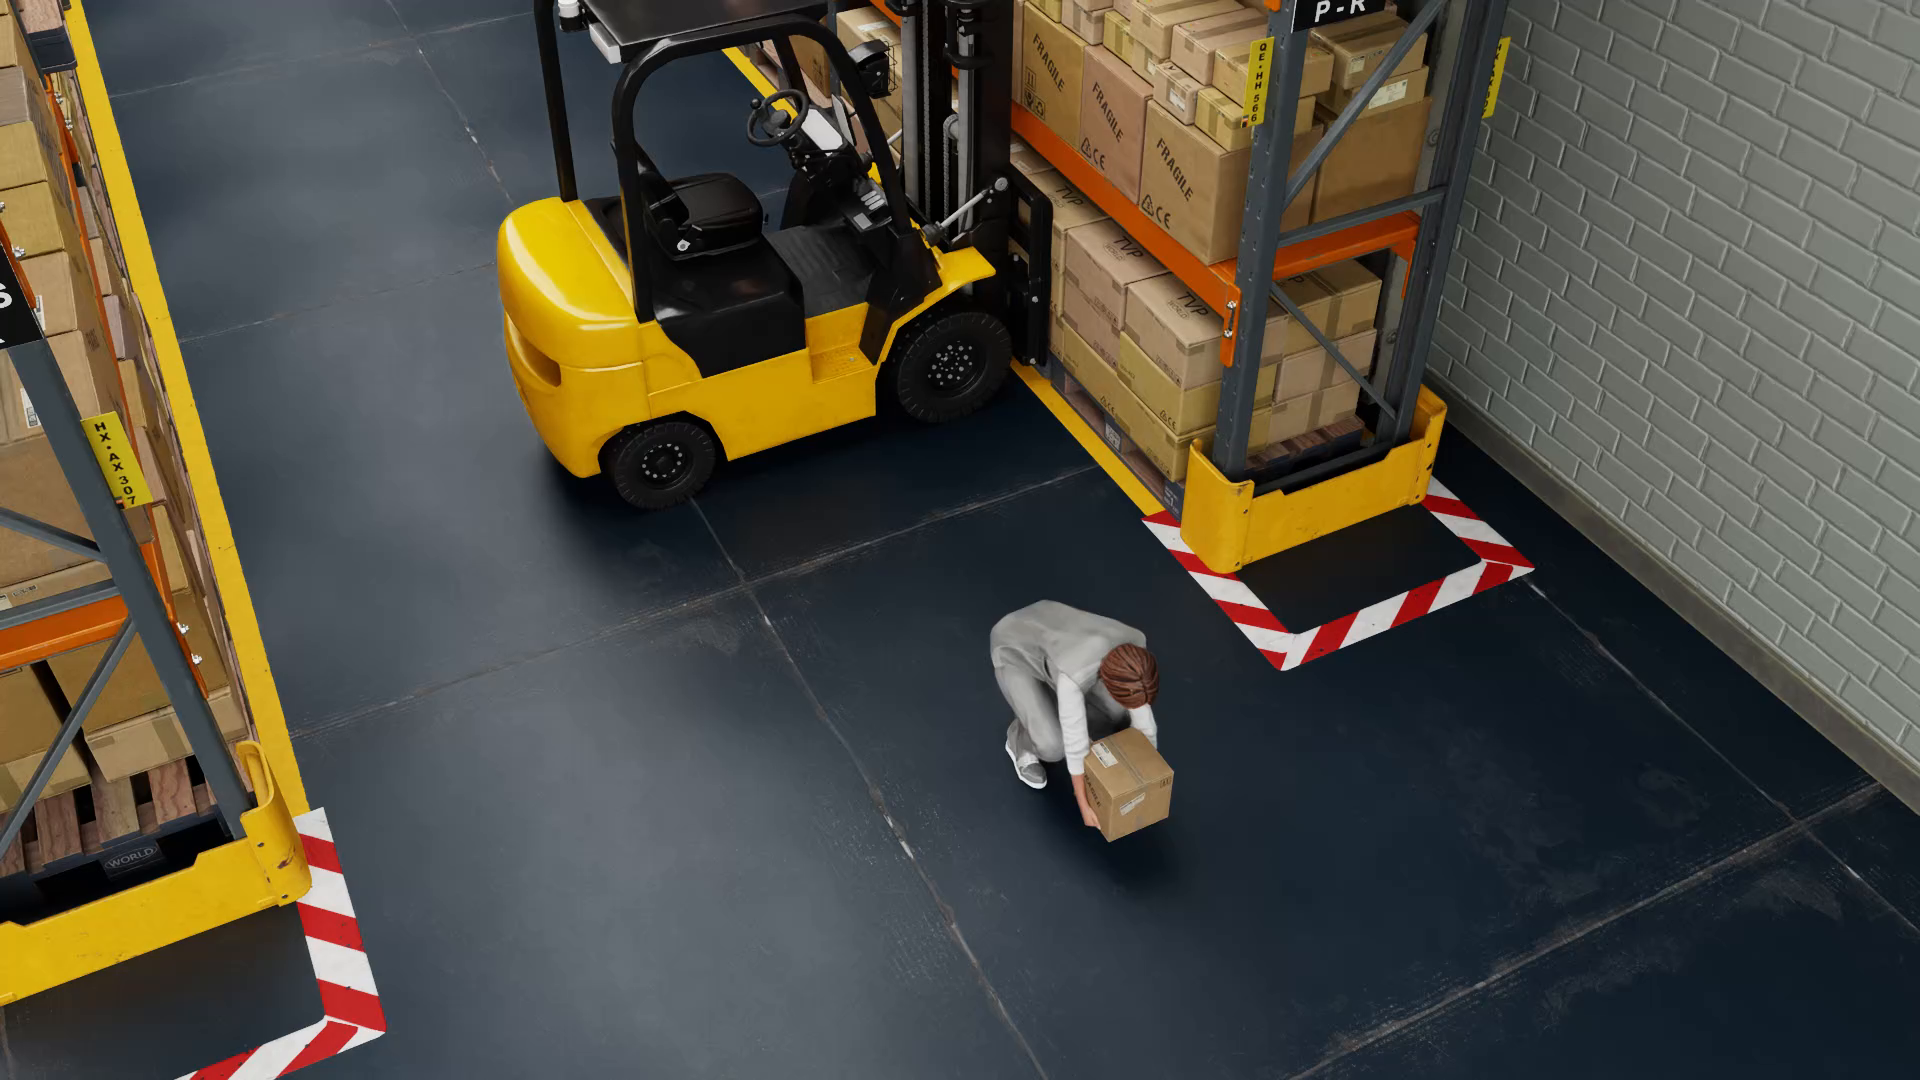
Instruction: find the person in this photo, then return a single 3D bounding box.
[{"bbox_3d":[0.419,0.579,6.050,0.419,0.896,0.835,-20,46,-21],"label":"person"}]
